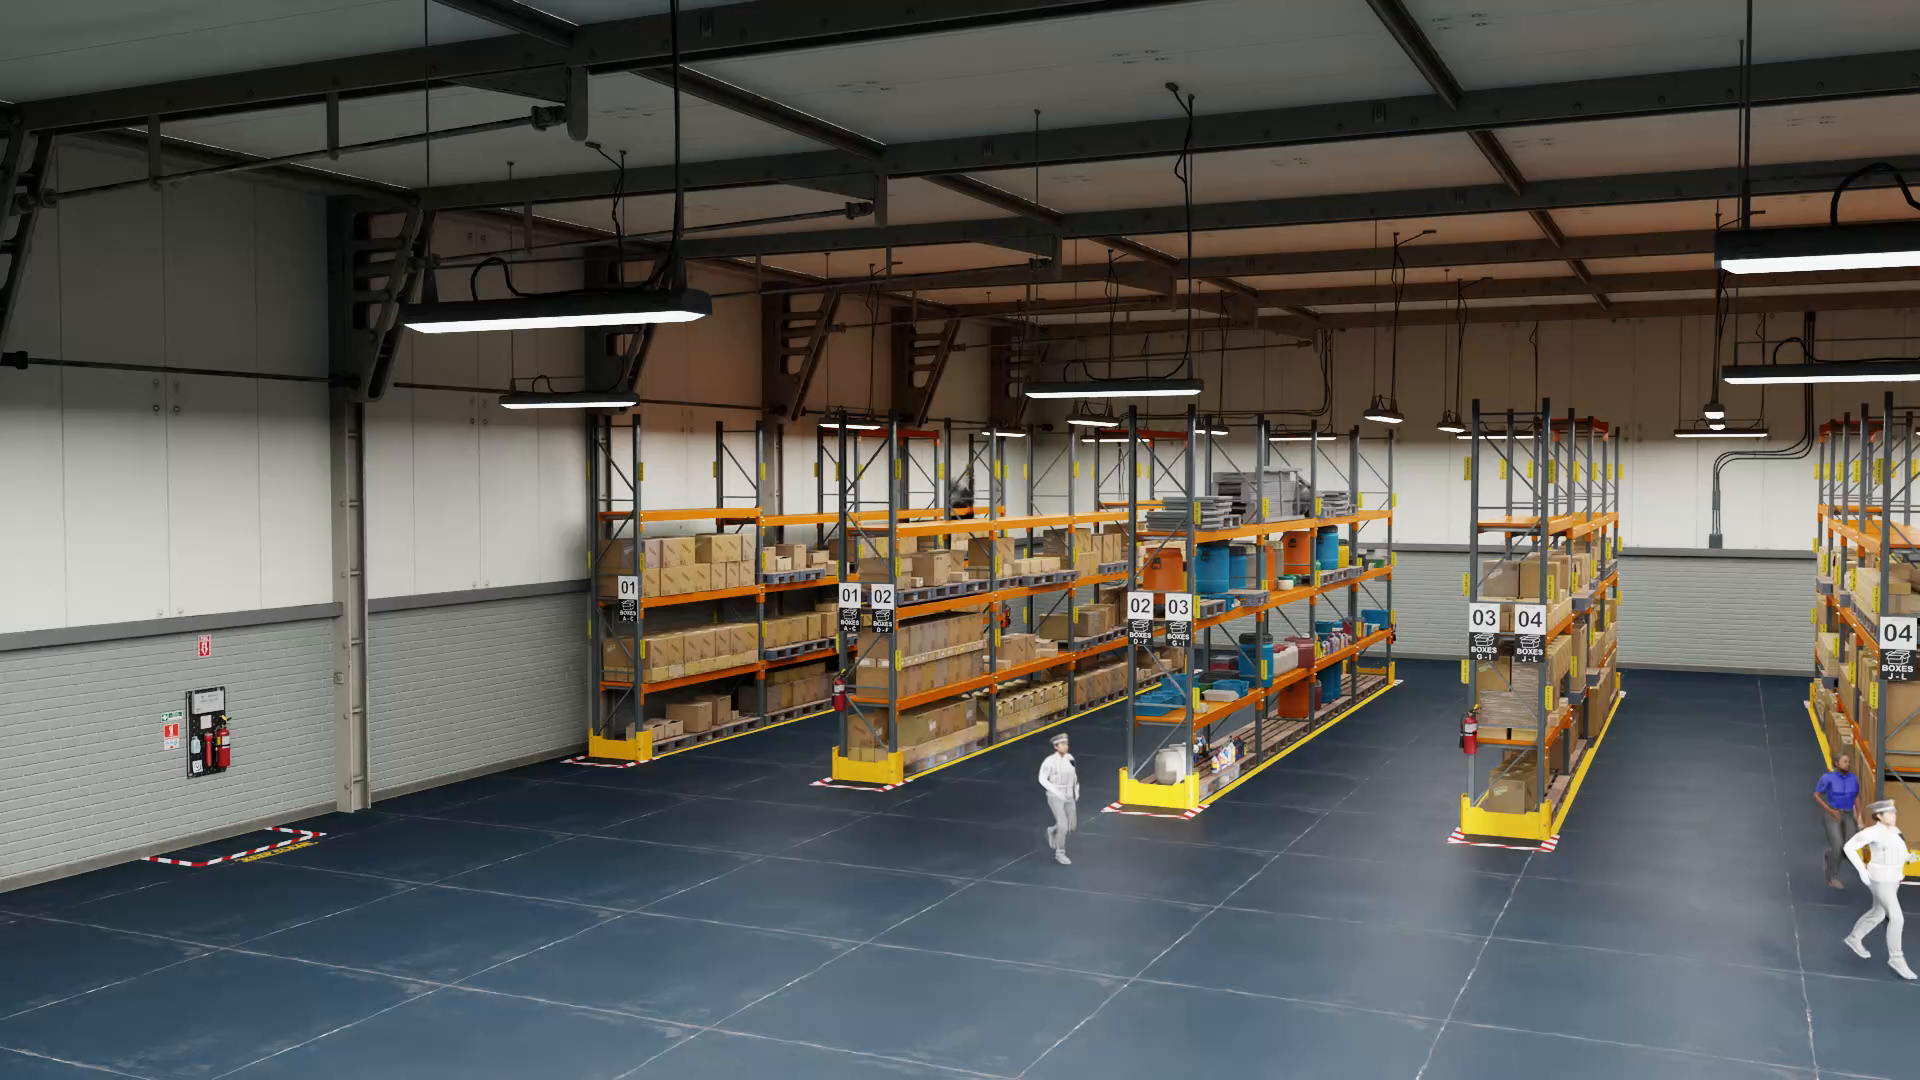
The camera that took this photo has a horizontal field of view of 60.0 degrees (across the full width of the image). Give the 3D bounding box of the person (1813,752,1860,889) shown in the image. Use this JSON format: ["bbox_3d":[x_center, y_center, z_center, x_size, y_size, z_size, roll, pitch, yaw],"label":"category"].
[{"bbox_3d":[10.654,3.381,20.192,0.603,1.625,0.596,0,2,-4],"label":"person"}]

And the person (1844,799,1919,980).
[{"bbox_3d":[9.265,3.456,16.714,0.587,1.742,0.807,-1,3,-31],"label":"person"}]

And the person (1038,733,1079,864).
[{"bbox_3d":[1.270,3.303,21.411,0.646,1.661,0.582,-2,3,-36],"label":"person"}]
